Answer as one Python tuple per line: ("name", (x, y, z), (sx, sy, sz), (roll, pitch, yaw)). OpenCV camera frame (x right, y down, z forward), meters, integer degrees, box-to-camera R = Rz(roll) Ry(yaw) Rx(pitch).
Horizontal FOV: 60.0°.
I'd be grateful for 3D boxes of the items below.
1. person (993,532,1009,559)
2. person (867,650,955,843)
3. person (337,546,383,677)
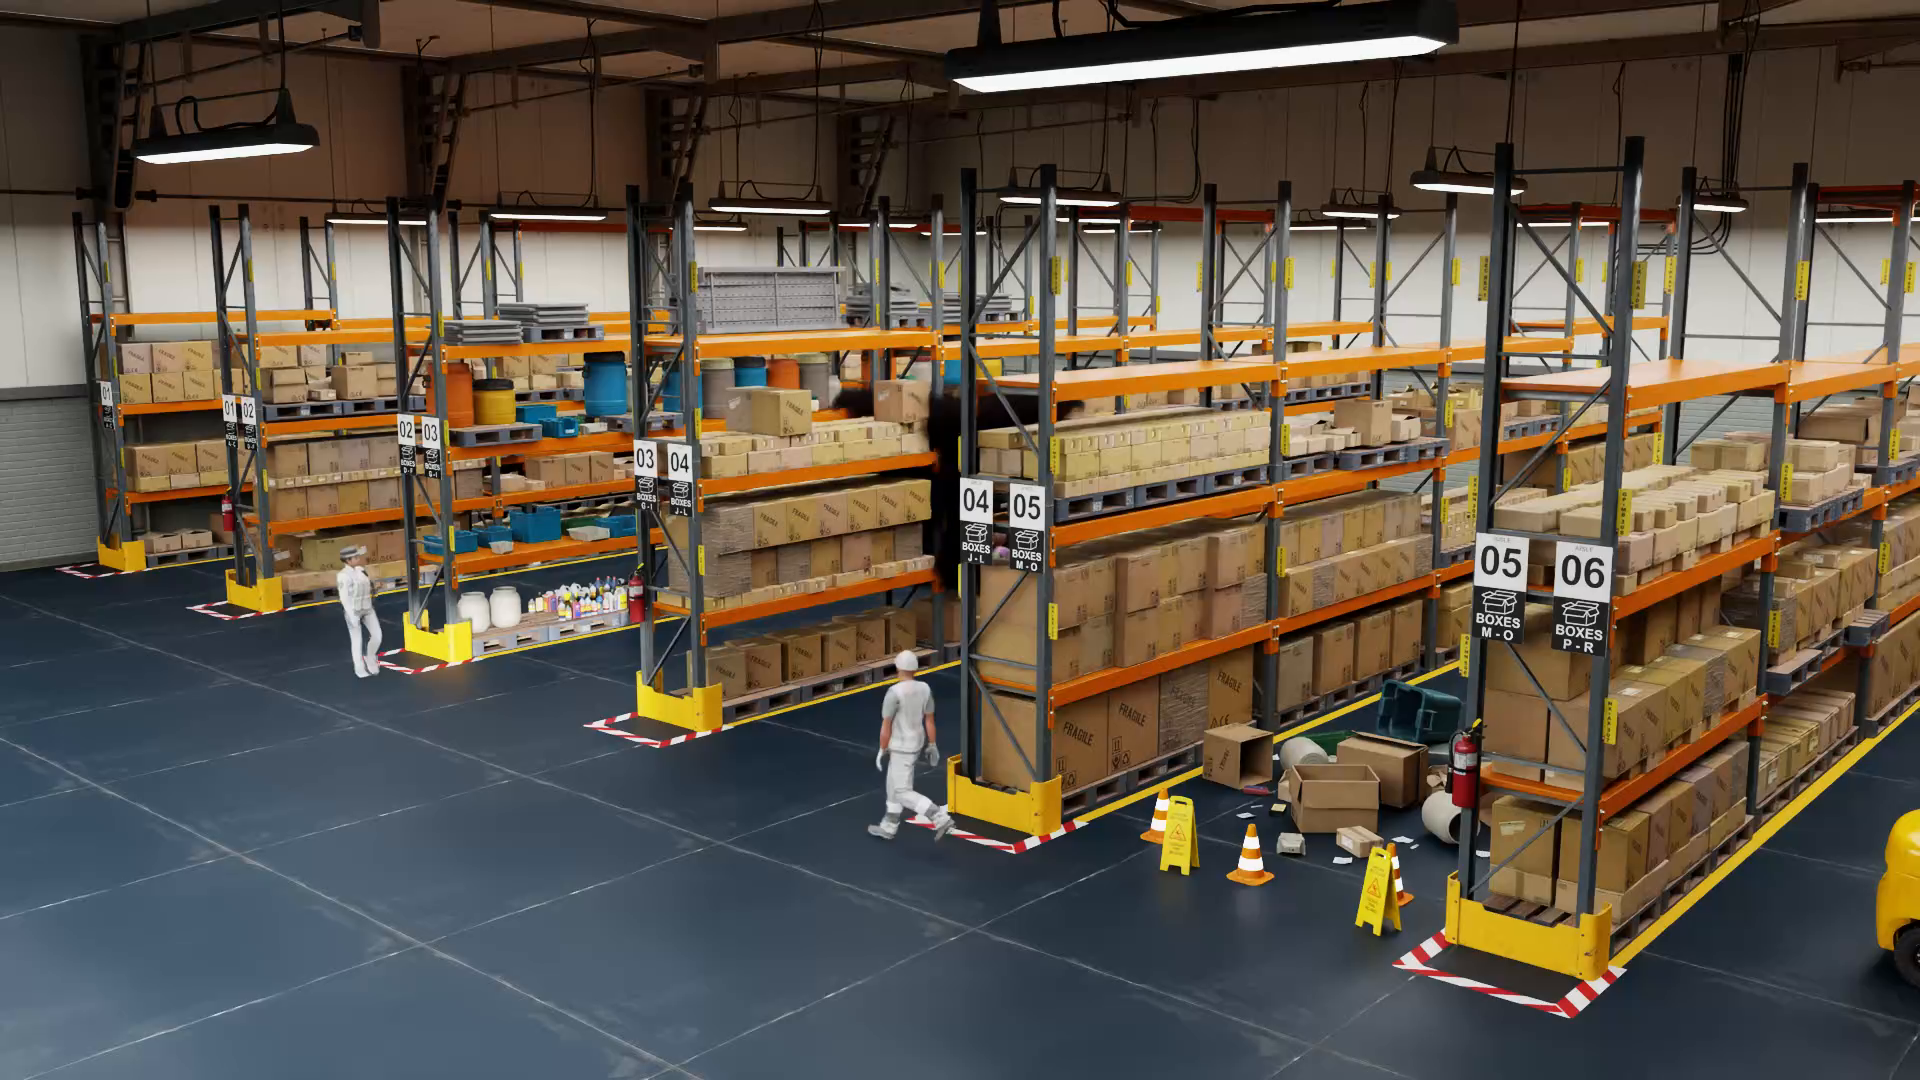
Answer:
("person", (0.405, 0.659, 20.726), (0.499, 1.590, 0.452), (2, 10, 10))
("person", (-0.454, 1.861, 14.797), (0.906, 1.775, 0.489), (3, 10, 16))
("person", (-7.515, 0.896, 20.753), (0.468, 1.671, 0.462), (-7, 12, -37))
